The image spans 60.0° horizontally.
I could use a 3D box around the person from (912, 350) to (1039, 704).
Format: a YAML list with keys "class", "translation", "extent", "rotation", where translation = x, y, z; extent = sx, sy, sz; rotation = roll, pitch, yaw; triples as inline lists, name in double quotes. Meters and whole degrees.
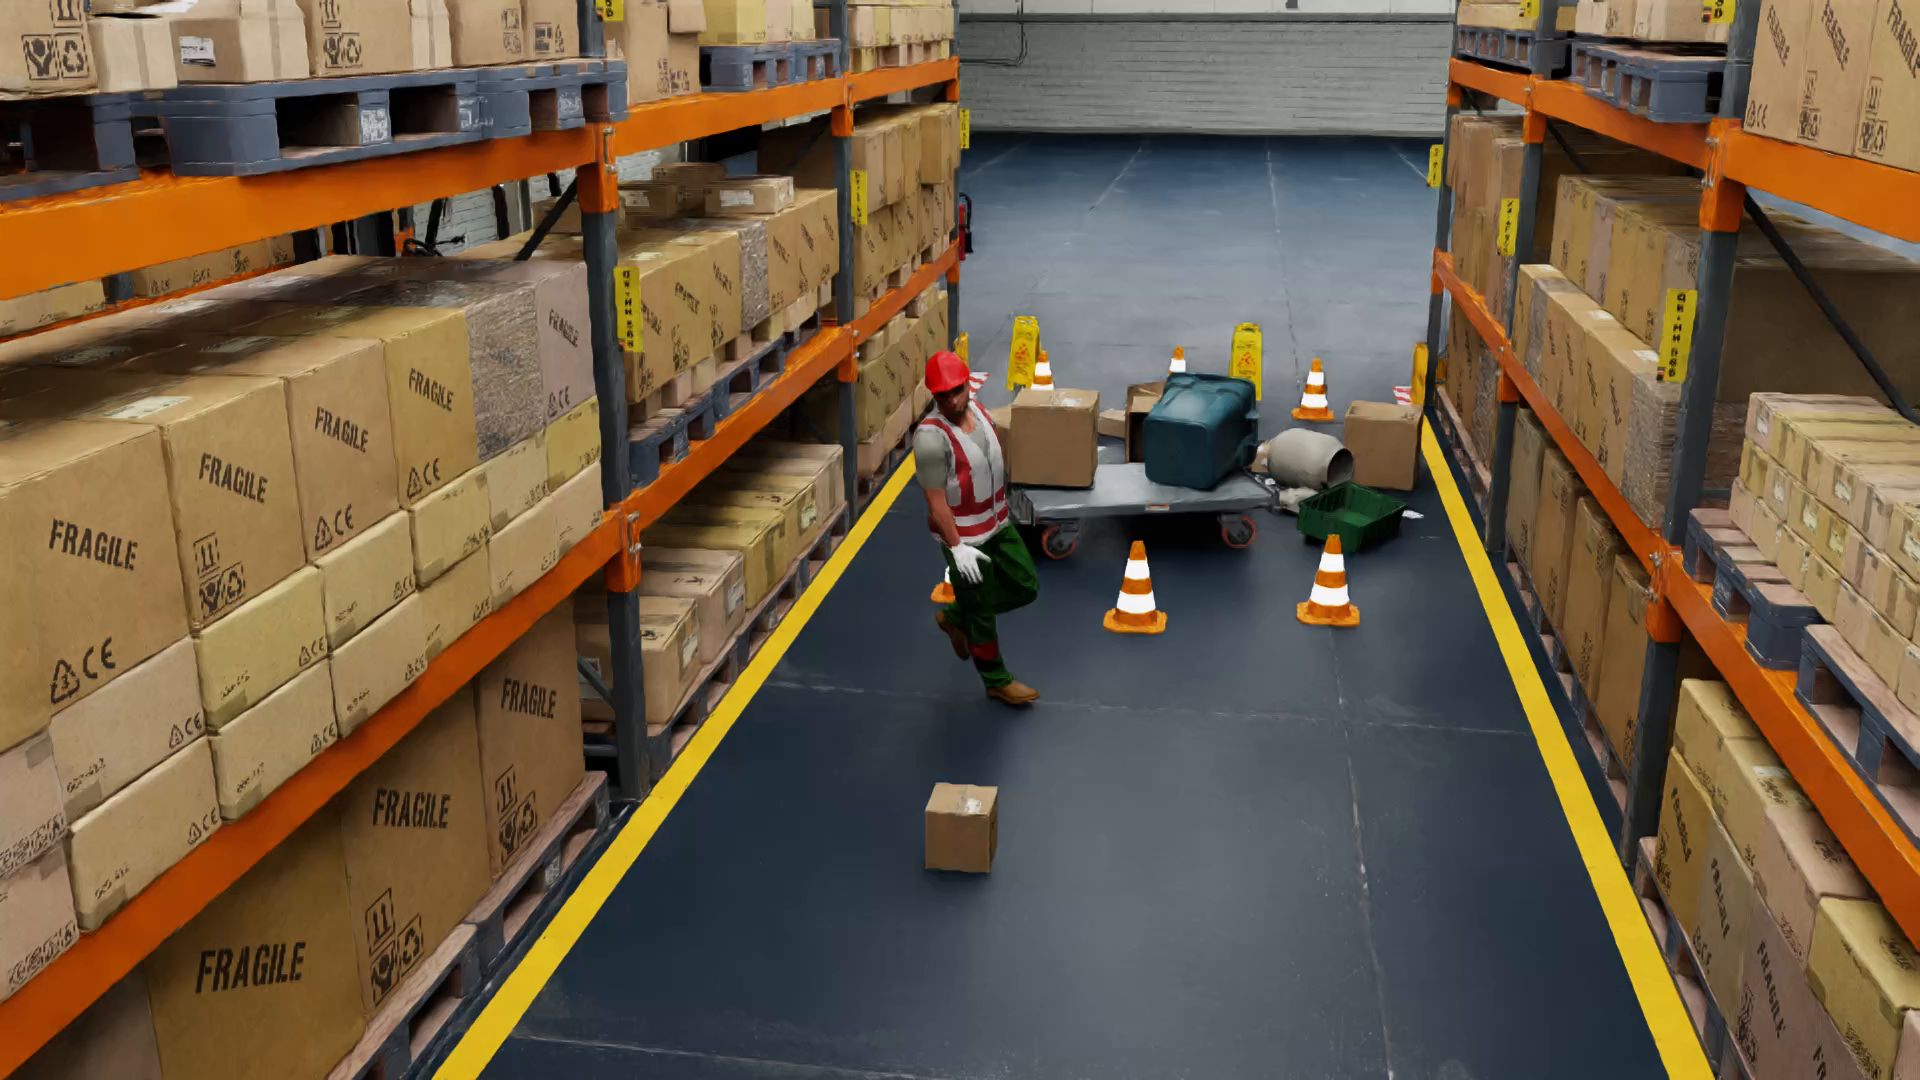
- class: "person"
  translation: [0.037, -0.037, 7.677]
  extent: [0.596, 1.744, 0.672]
  rotation: [10, 20, 29]
